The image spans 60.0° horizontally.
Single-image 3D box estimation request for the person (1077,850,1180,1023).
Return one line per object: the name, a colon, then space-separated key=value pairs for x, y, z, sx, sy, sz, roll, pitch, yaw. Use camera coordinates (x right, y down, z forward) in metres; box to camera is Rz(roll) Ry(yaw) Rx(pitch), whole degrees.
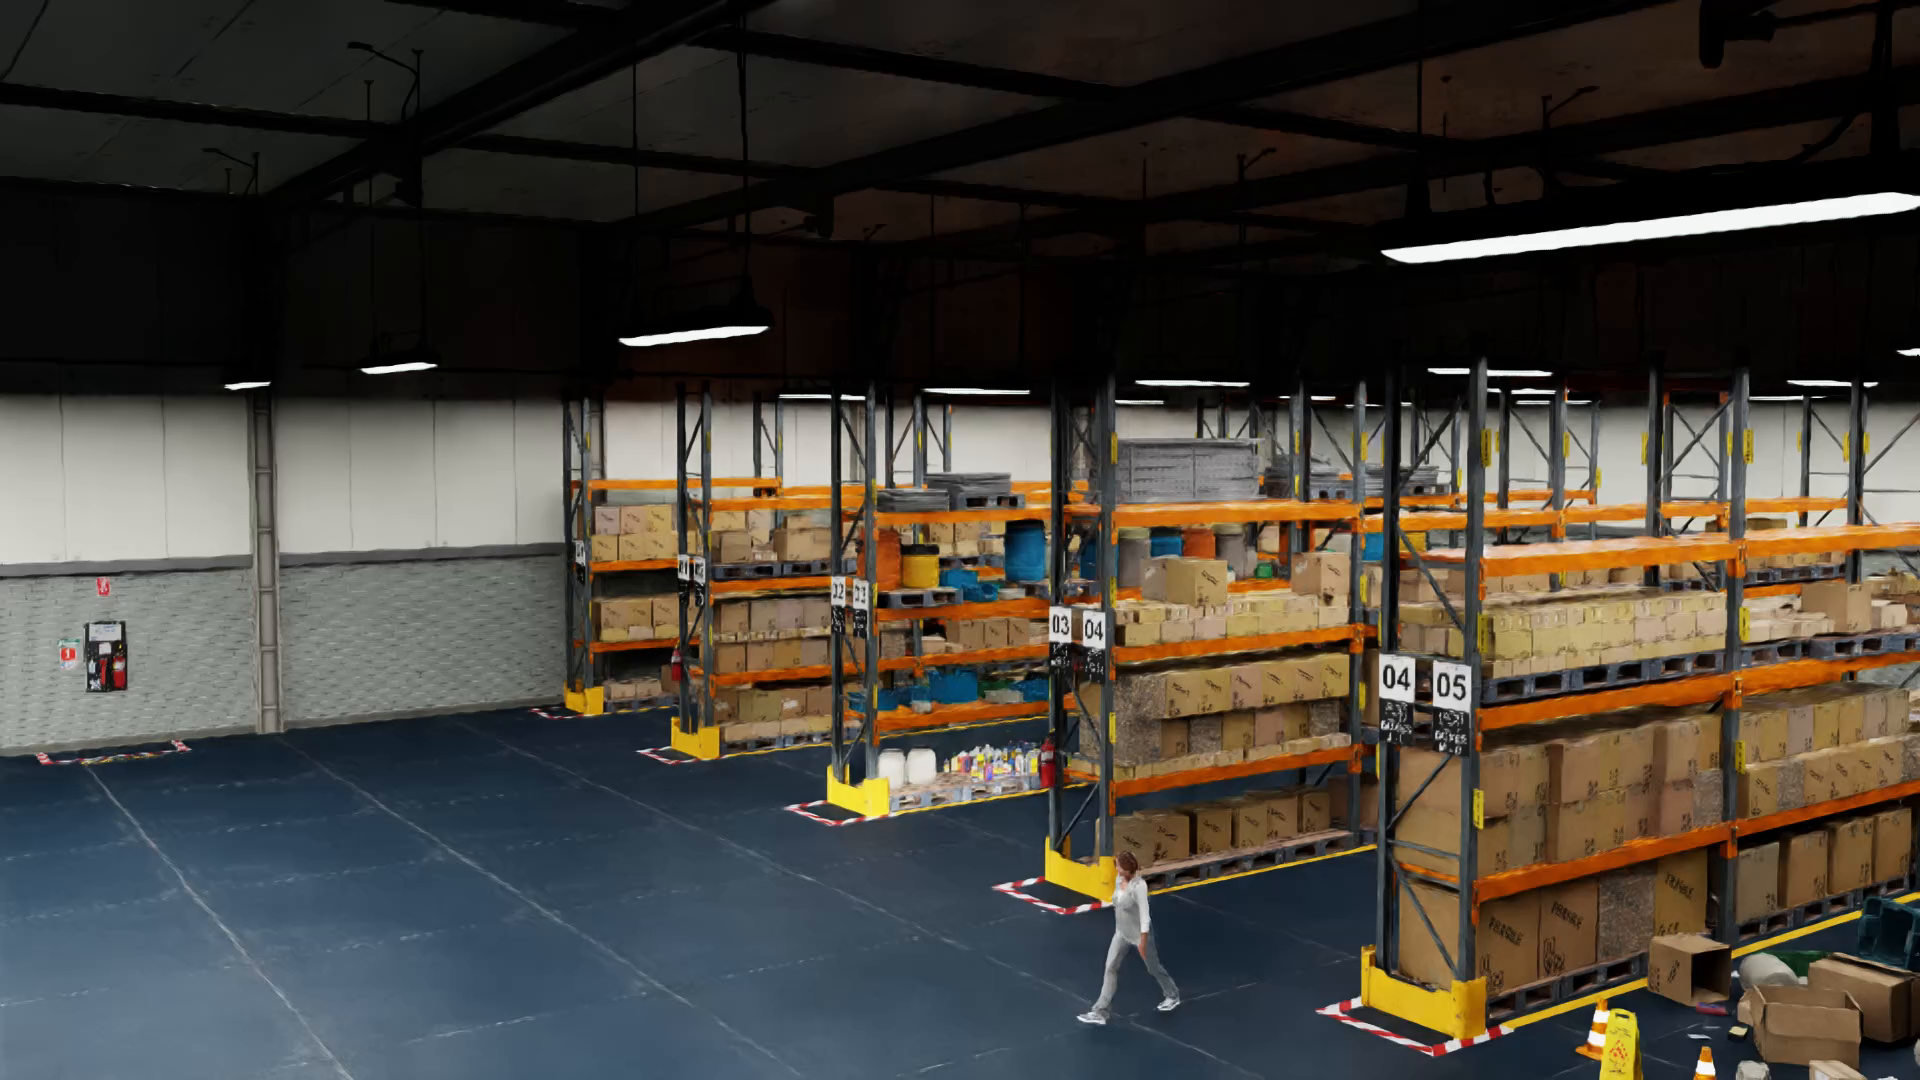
person: x=1.525 y=3.461 z=14.567 sx=1.041 sy=1.506 sz=0.415 roll=-3 pitch=5 yaw=-37
